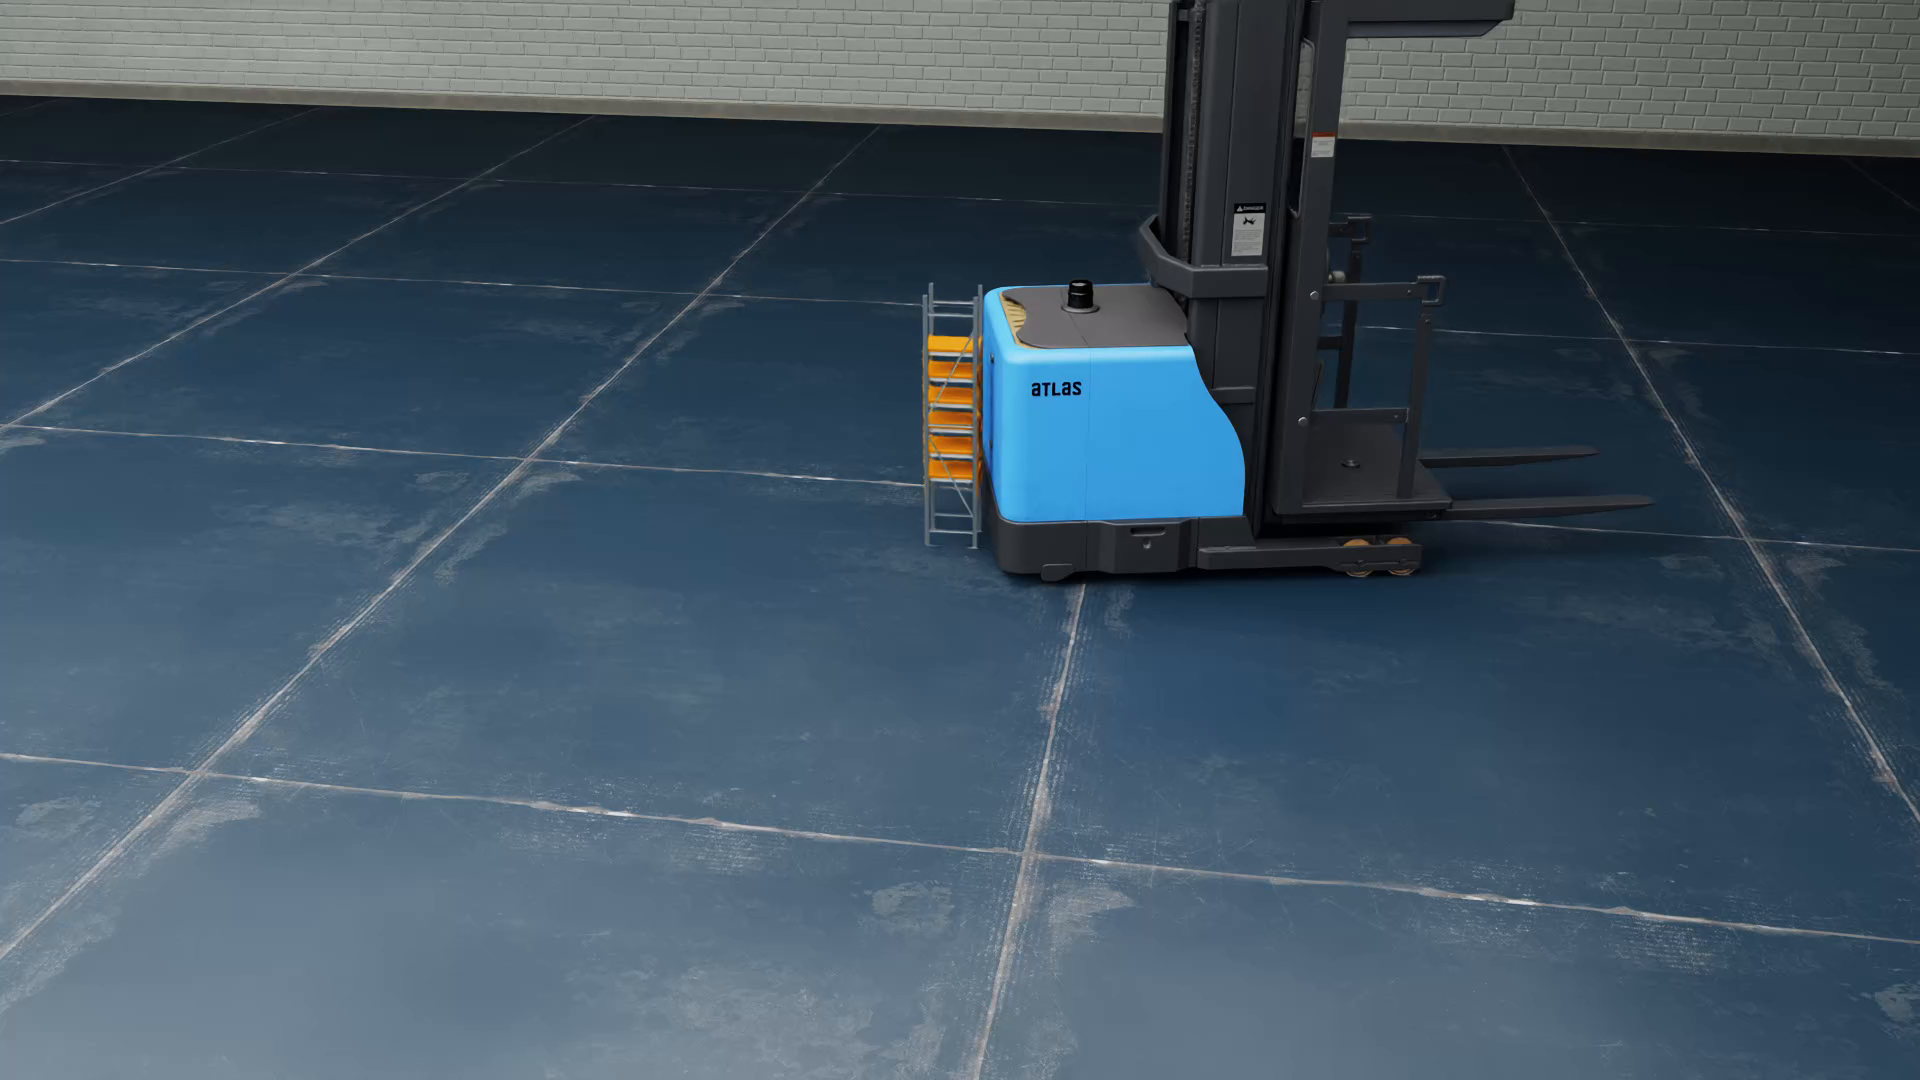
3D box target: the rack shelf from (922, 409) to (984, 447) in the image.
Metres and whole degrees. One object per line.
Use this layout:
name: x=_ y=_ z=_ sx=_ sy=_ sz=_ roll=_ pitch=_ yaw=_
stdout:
rack shelf: x=-0.030 y=-0.505 z=7.519 sx=0.258 sy=0.103 sz=0.180 roll=3 pitch=25 yaw=6

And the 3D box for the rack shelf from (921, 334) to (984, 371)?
rack shelf: x=-0.030 y=-0.831 z=7.366 sx=0.258 sy=0.103 sz=0.180 roll=3 pitch=25 yaw=6

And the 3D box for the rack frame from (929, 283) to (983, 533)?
rack frame: x=-0.019 y=-0.584 z=7.583 sx=0.240 sy=1.200 sz=0.006 roll=3 pitch=25 yaw=6

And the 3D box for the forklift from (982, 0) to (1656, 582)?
forklift: x=1.642 y=-1.384 z=7.249 sx=3.031 sy=2.935 sz=1.130 roll=-2 pitch=25 yaw=-4

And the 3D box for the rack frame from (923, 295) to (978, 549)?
rack frame: x=-0.041 y=-0.507 z=7.418 sx=0.240 sy=1.200 sz=0.006 roll=3 pitch=25 yaw=6

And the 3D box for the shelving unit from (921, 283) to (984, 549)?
shelving unit: x=-0.030 y=-0.546 z=7.500 sx=0.258 sy=1.200 sz=0.189 roll=3 pitch=25 yaw=6

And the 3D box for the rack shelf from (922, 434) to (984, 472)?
rack shelf: x=-0.030 y=-0.397 z=7.570 sx=0.258 sy=0.103 sz=0.180 roll=3 pitch=25 yaw=6

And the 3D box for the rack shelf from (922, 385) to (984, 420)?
rack shelf: x=-0.030 y=-0.614 z=7.468 sx=0.258 sy=0.103 sz=0.180 roll=3 pitch=25 yaw=6

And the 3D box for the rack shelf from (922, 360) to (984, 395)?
rack shelf: x=-0.030 y=-0.723 z=7.417 sx=0.258 sy=0.103 sz=0.180 roll=3 pitch=25 yaw=6

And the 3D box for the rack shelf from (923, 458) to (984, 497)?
rack shelf: x=-0.030 y=-0.288 z=7.621 sx=0.258 sy=0.103 sz=0.180 roll=3 pitch=25 yaw=6
